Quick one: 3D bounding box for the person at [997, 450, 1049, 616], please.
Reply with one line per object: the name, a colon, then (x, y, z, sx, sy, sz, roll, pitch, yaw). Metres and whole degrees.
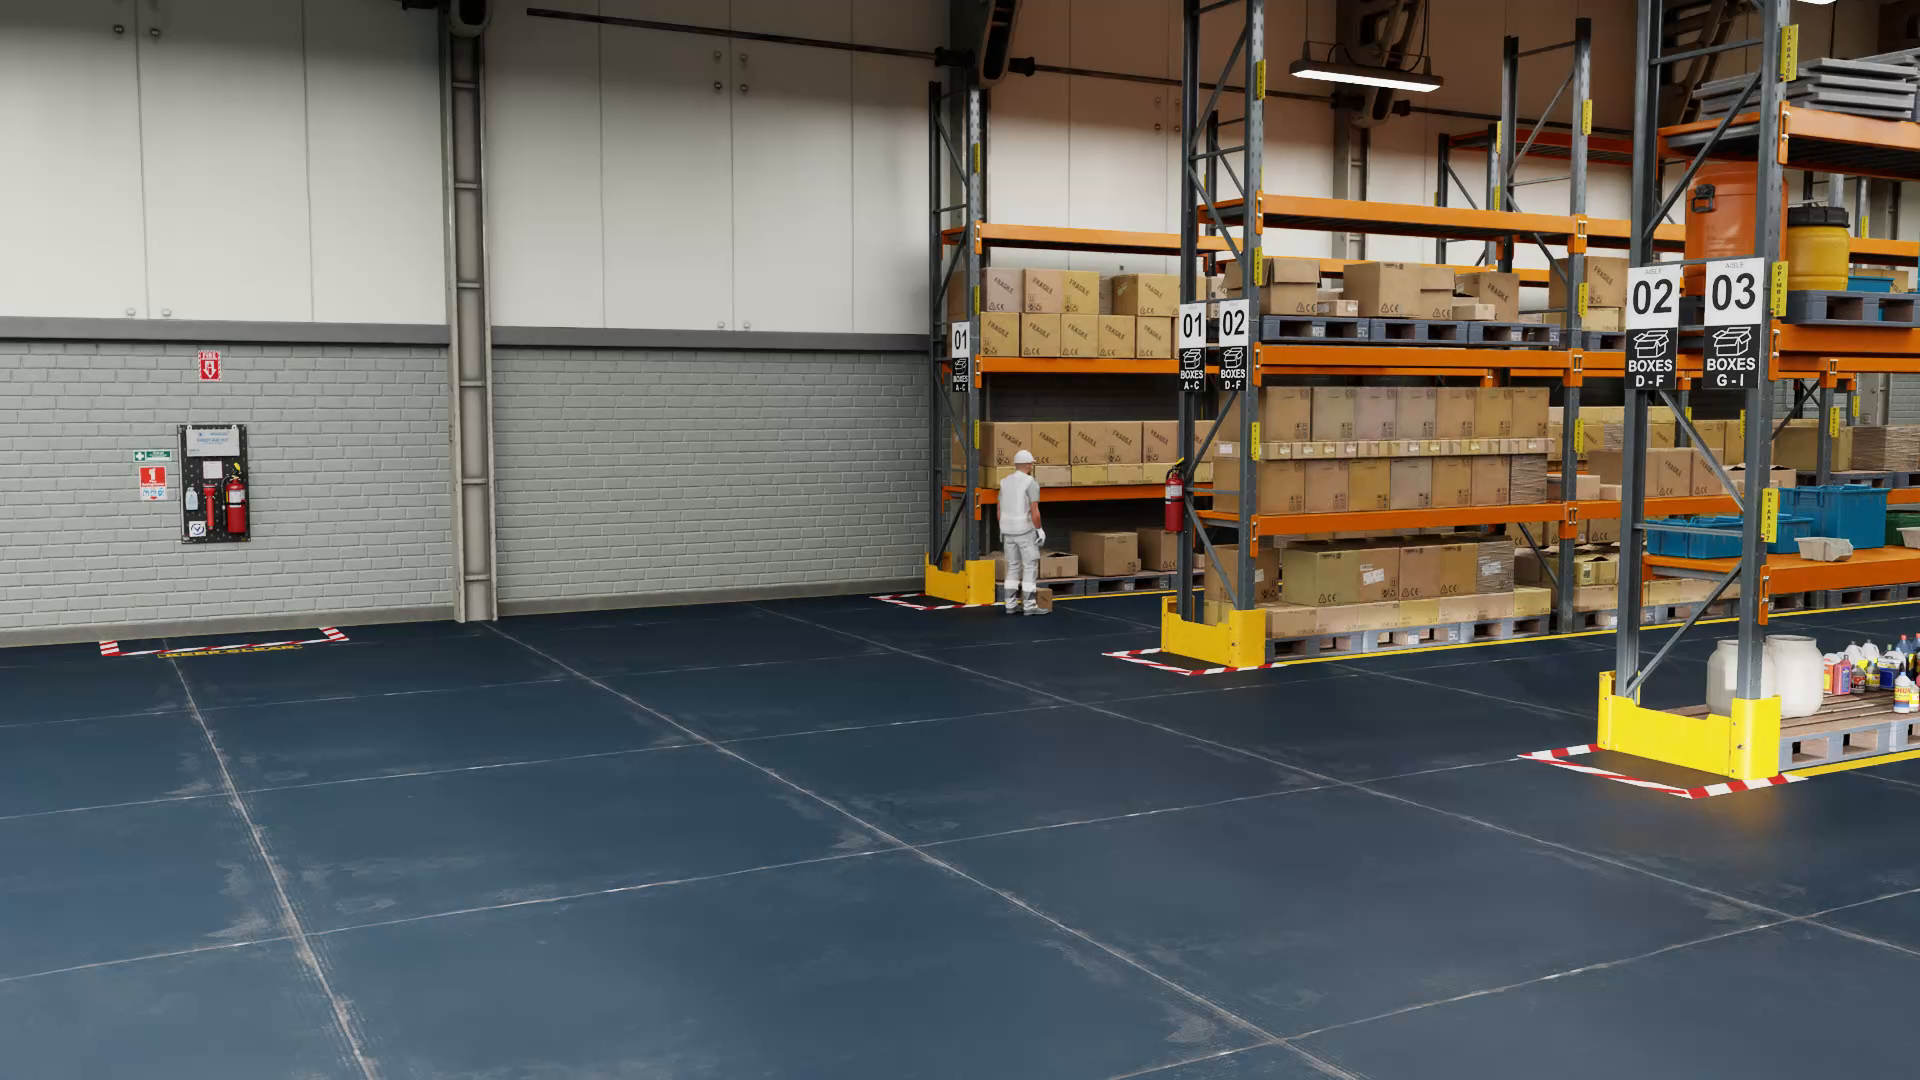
person: (0.667, -0.083, 18.066, 0.616, 1.778, 0.453, 5, 7, 44)
